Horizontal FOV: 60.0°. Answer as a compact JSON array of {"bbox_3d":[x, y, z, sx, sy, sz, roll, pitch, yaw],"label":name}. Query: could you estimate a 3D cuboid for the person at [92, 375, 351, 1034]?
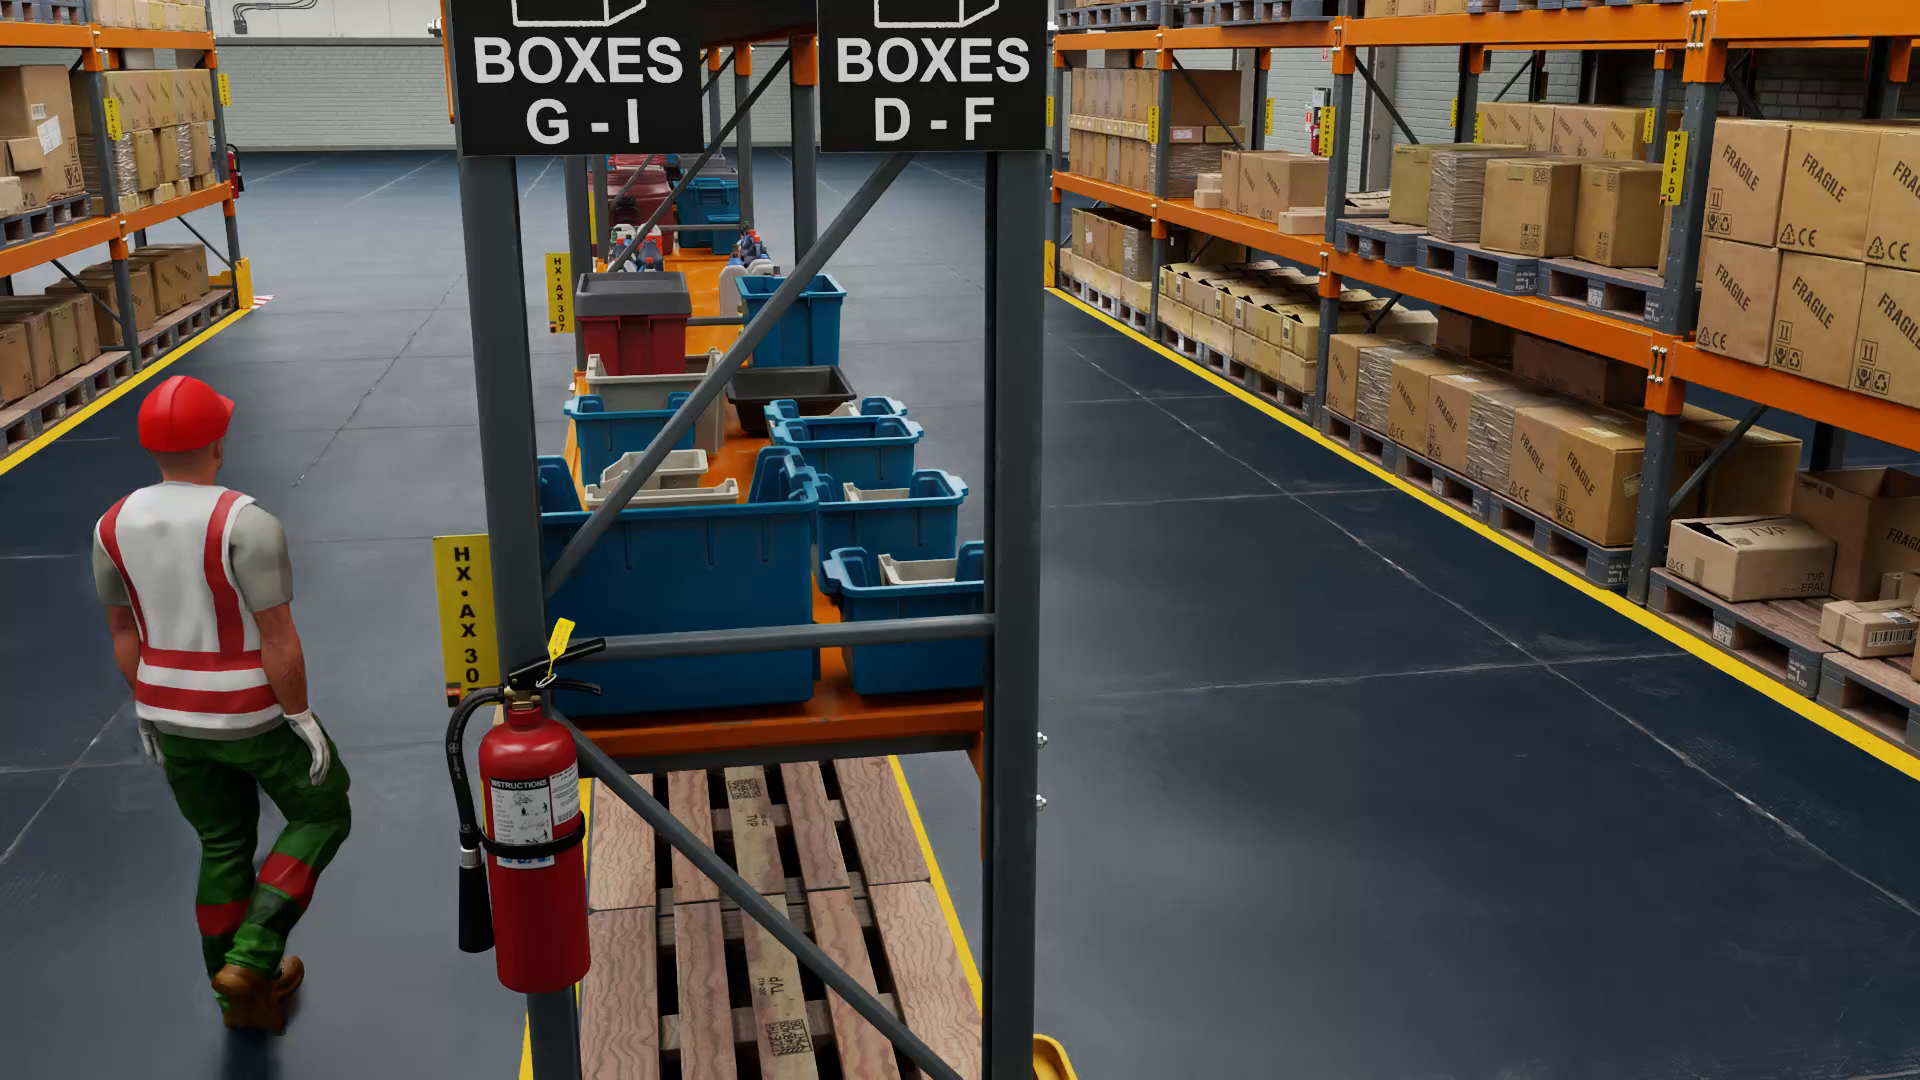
[{"bbox_3d":[-1.906,0.460,4.303,0.575,1.783,0.510,3,16,9],"label":"person"}]
